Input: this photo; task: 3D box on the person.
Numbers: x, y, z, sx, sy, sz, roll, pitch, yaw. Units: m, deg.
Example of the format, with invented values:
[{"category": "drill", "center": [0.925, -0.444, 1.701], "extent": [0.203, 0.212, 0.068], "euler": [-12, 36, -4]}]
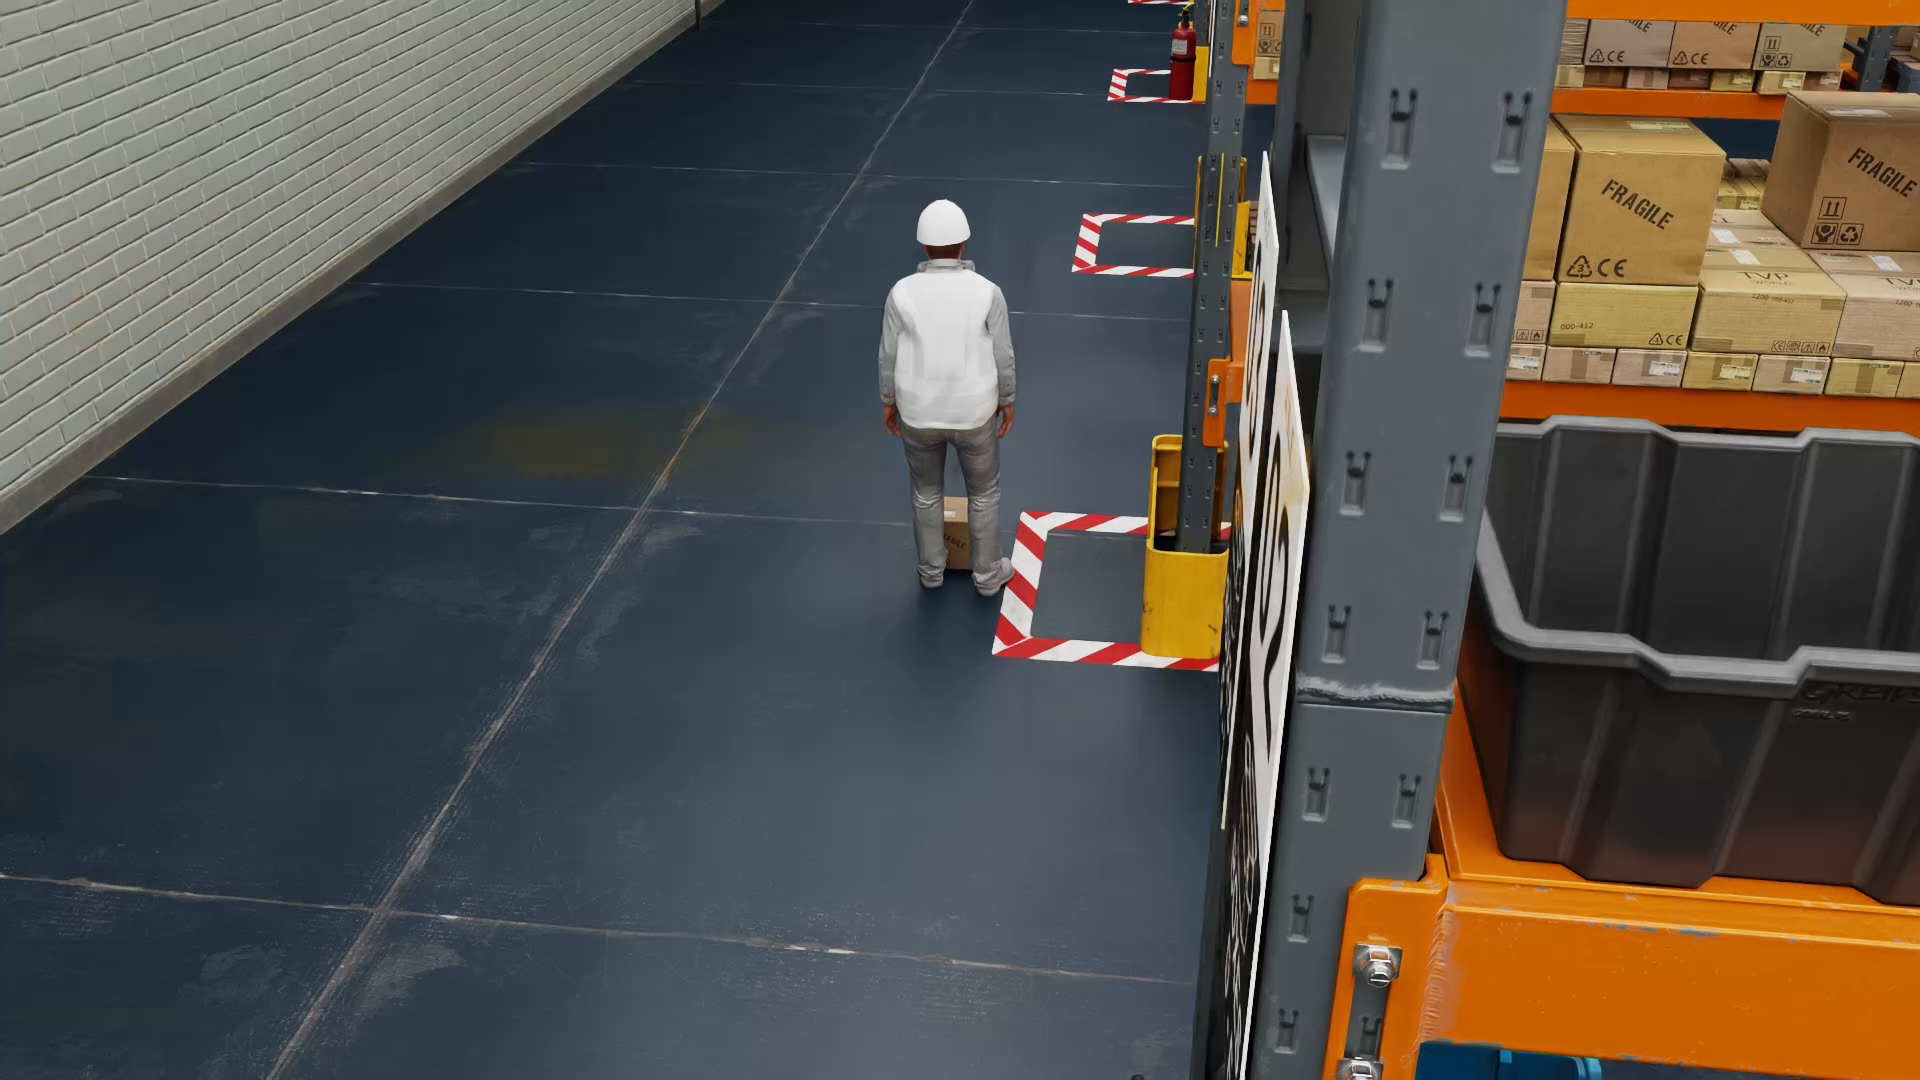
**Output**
[{"category": "person", "center": [-0.050, -0.584, 7.183], "extent": [0.594, 1.772, 0.471], "euler": [2, 28, 3]}]
